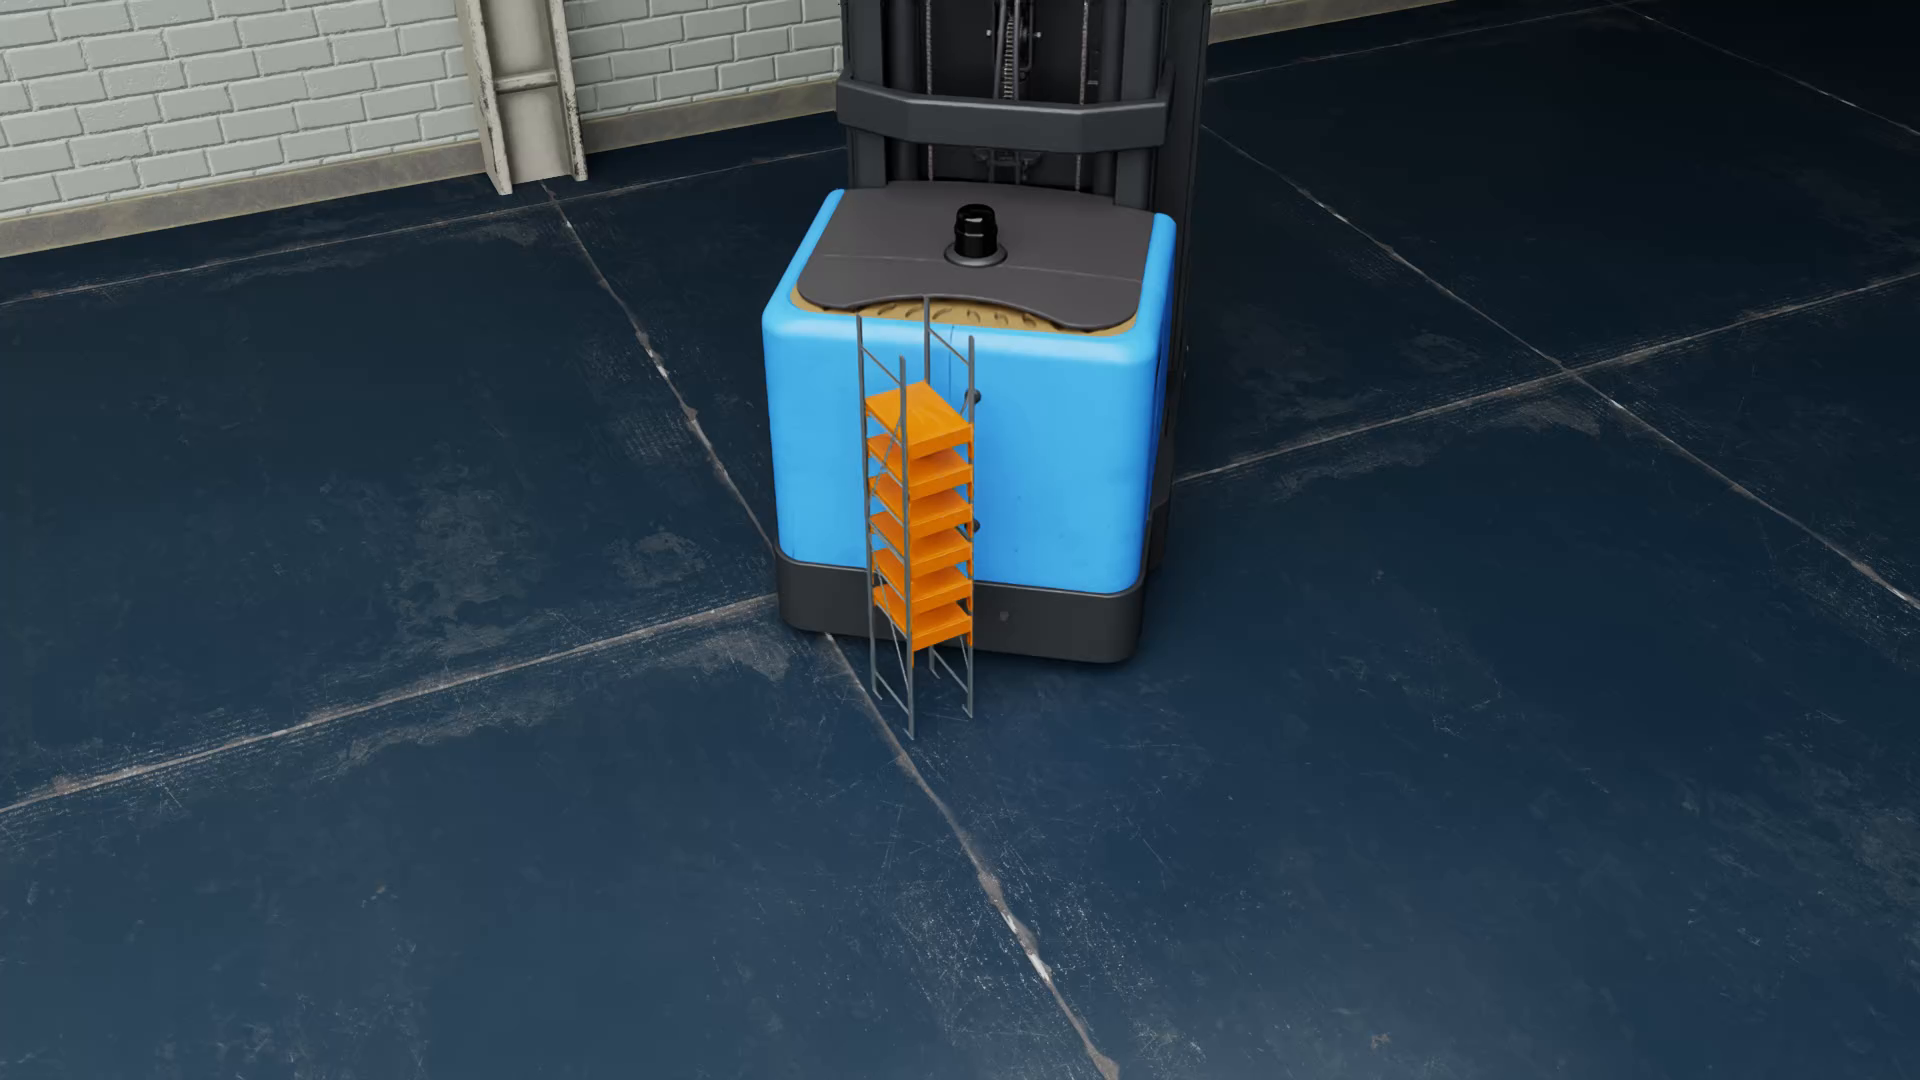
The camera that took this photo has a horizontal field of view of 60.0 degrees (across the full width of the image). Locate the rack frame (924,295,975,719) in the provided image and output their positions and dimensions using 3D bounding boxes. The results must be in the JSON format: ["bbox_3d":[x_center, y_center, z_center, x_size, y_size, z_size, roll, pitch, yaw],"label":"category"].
[{"bbox_3d":[-0.027,-0.051,4.310,0.006,1.200,0.240,-19,41,-23],"label":"rack frame"}]

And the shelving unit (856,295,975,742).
[{"bbox_3d":[-0.106,-0.024,4.274,0.189,1.200,0.258,-19,41,-23],"label":"shelving unit"}]

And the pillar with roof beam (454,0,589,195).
[{"bbox_3d":[-0.071,-2.936,1.654,0.400,9.000,9.100,-16,39,-20],"label":"pillar with roof beam"}]

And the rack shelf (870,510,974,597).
[{"bbox_3d":[-0.106,0.012,4.301,0.180,0.103,0.258,-19,41,-23],"label":"rack shelf"}]

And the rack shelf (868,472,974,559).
[{"bbox_3d":[-0.106,-0.085,4.229,0.180,0.103,0.258,-19,41,-23],"label":"rack shelf"}]

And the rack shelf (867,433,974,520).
[{"bbox_3d":[-0.107,-0.181,4.157,0.180,0.103,0.258,-19,41,-23],"label":"rack shelf"}]

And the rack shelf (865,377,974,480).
[{"bbox_3d":[-0.107,-0.277,4.085,0.180,0.103,0.258,-19,41,-23],"label":"rack shelf"}]

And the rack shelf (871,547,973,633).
[{"bbox_3d":[-0.106,0.108,4.373,0.180,0.103,0.258,-19,41,-23],"label":"rack shelf"}]

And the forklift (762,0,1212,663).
[{"bbox_3d":[0.233,-1.705,5.089,1.130,2.935,3.031,6,37,8],"label":"forklift"}]

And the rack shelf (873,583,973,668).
[{"bbox_3d":[-0.106,0.204,4.444,0.180,0.103,0.258,-19,41,-23],"label":"rack shelf"}]

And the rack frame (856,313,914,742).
[{"bbox_3d":[-0.186,0.003,4.238,0.006,1.200,0.240,-19,41,-23],"label":"rack frame"}]
